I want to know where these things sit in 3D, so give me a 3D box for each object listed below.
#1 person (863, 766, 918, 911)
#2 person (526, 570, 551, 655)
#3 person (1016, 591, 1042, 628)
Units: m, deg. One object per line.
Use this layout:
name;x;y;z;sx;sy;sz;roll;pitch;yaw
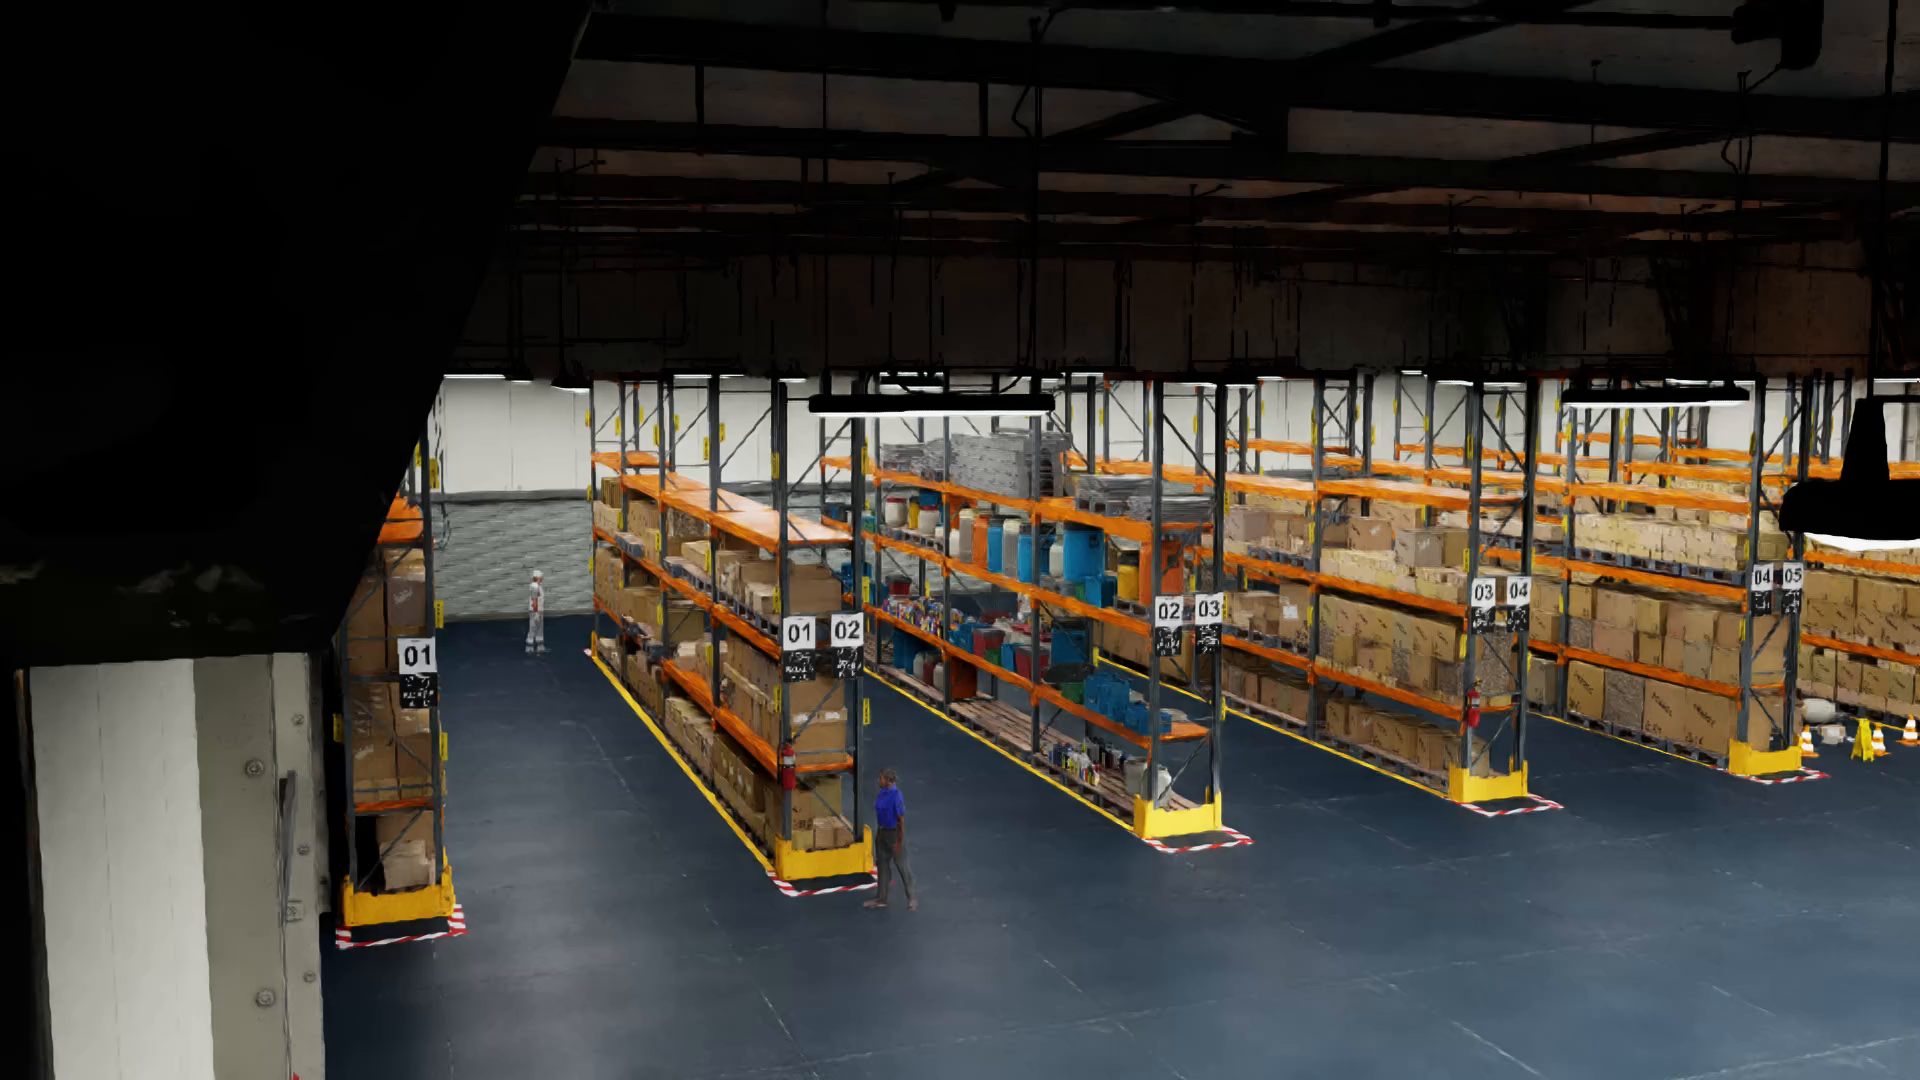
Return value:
person;-0.768;3.398;18.996;0.532;1.657;0.582;-5;8;-36
person;-8.931;1.520;35.136;0.501;1.791;0.650;-1;6;-10
person;1.482;1.514;35.471;0.566;1.706;1.122;-2;7;-18
